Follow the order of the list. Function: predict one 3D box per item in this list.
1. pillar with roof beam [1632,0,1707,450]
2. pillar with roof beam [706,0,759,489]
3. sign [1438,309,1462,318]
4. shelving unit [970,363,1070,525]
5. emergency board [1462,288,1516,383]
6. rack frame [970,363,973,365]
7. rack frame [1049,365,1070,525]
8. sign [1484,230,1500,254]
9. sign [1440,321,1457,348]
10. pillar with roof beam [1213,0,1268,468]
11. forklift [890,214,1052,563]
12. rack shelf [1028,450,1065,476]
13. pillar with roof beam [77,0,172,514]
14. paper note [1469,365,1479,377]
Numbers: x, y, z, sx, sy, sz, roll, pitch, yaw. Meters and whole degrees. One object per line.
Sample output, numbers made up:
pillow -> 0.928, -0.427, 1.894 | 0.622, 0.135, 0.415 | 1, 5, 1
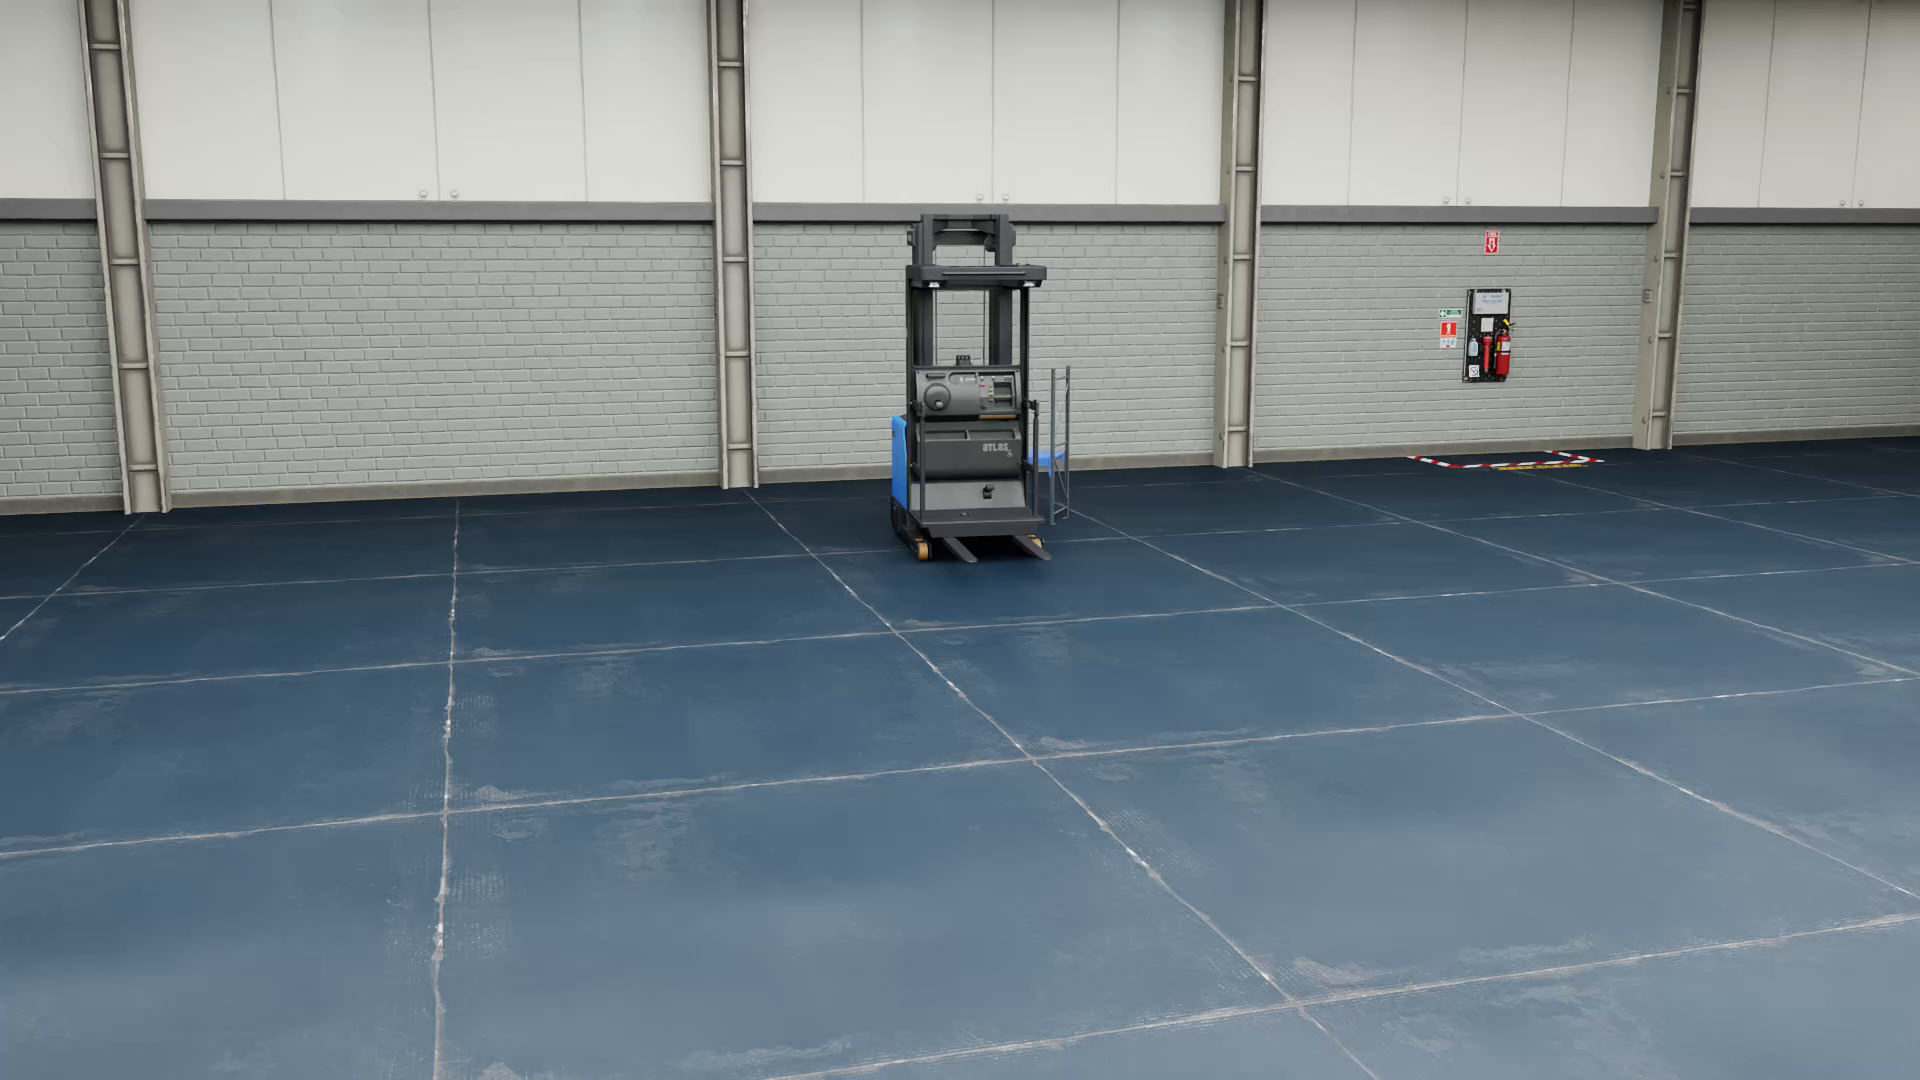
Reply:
pillar with roof beam -> 10.265, -4.883, 16.920 | 0.400, 9.000, 9.100 | -3, 11, -16
pillar with roof beam -> -1.257, -4.276, 13.621 | 0.400, 9.000, 9.100 | -3, 11, -16
sign -> 6.126, -2.829, 20.772 | 0.331, 0.109, 0.001 | -3, 11, -16
shelving unit -> 0.496, -0.955, 16.293 | 1.048, 1.500, 0.538 | 4, 11, 21
emergency board -> 6.679, -2.563, 20.885 | 0.643, 1.169, 0.194 | -3, 11, -16
rack frame -> 0.024, -0.989, 16.477 | 0.032, 1.500, 0.500 | 4, 11, 21
rack frame -> 0.969, -0.921, 16.109 | 0.032, 1.500, 0.500 | 4, 11, 21
sign -> 6.643, -3.719, 20.767 | 0.199, 0.298, 0.001 | -3, 11, -16
sign -> 6.119, -2.570, 20.827 | 0.234, 0.329, 0.001 | -3, 11, -16
pillar with roof beam -> 4.504, -4.579, 15.270 | 0.400, 9.000, 9.100 | -3, 11, -16
forklift -> 0.116, -1.330, 14.380 | 1.130, 2.935, 3.031 | -2, 11, -11
rack shelf -> 0.496, -0.778, 16.326 | 1.000, 0.185, 0.538 | 4, 11, 21
pillar with roof beam -> -7.017, -3.972, 11.972 | 0.400, 9.000, 9.100 | -3, 11, -16
paper note -> 6.489, -2.132, 20.981 | 0.142, 0.148, 0.016 | -3, 11, -16
